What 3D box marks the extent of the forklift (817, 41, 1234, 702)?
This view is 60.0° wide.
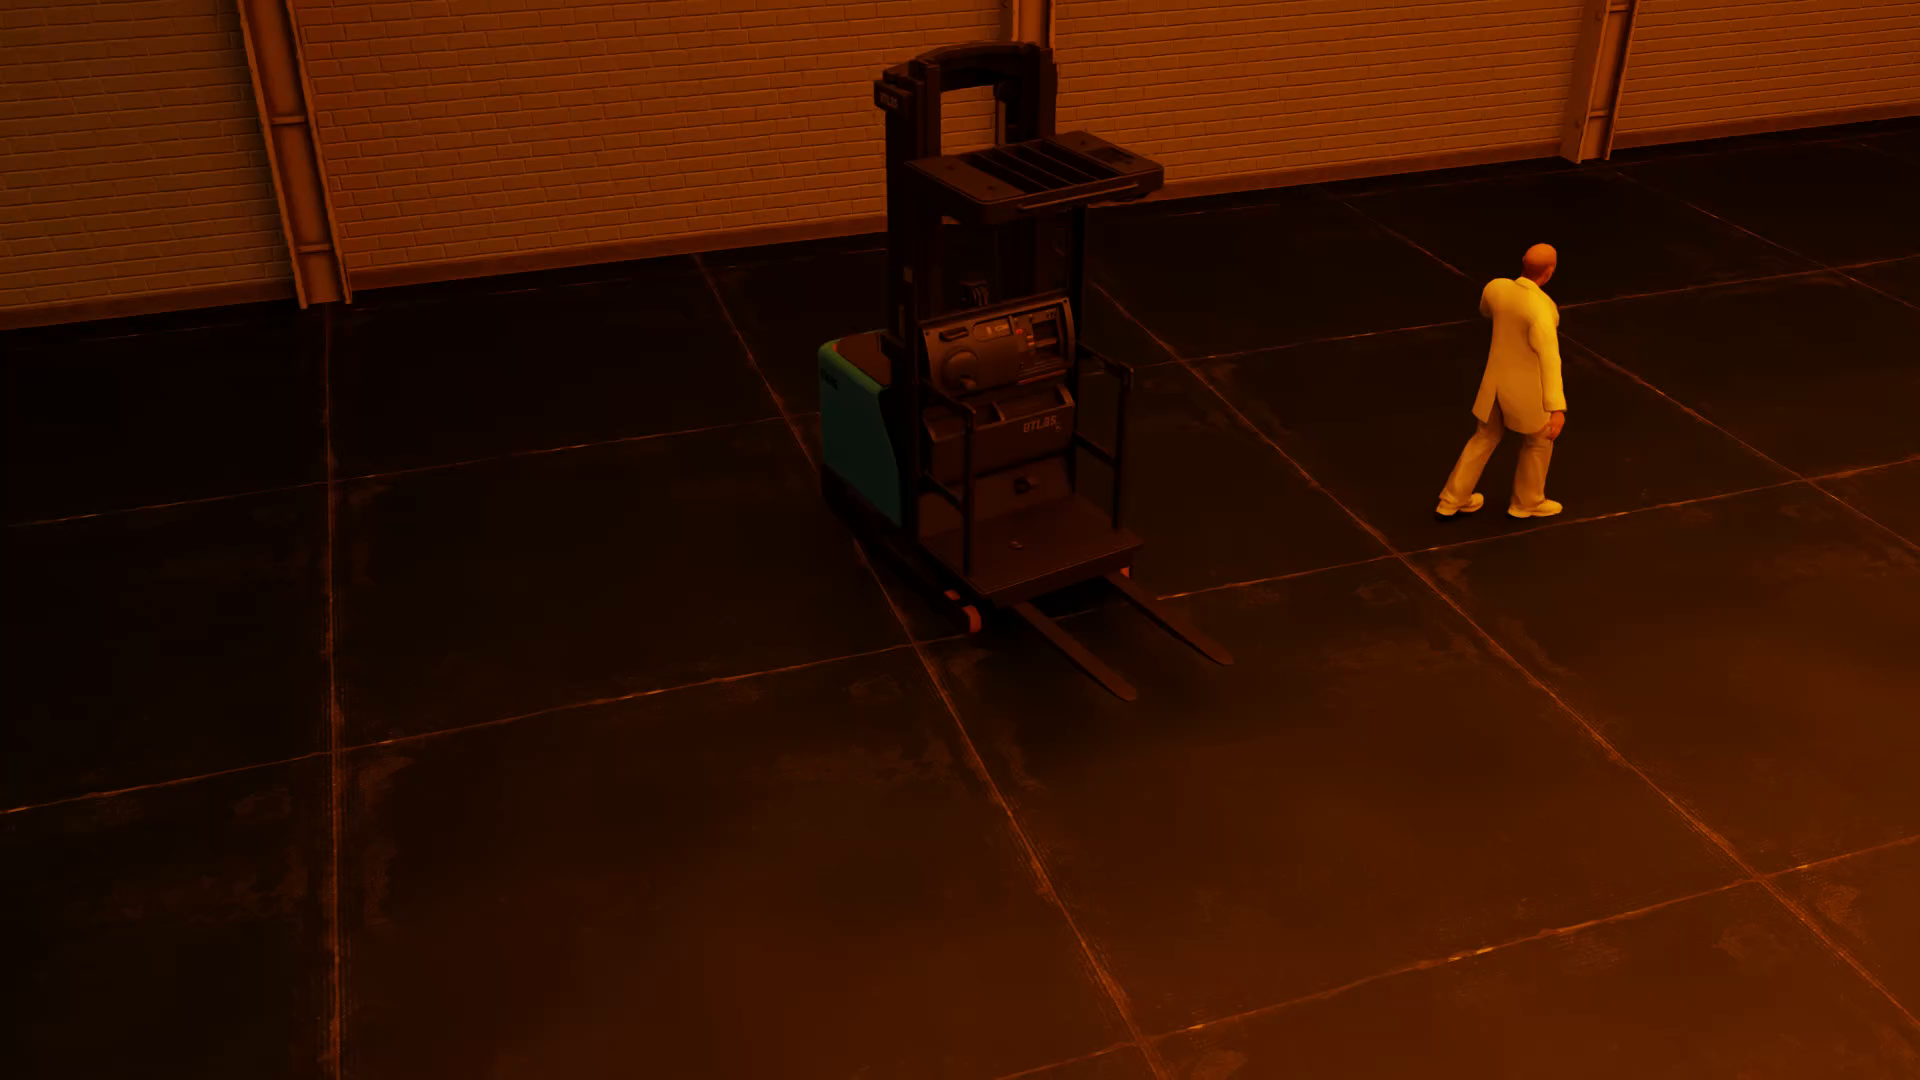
[{"bbox_3d":[0.329,-1.012,8.846,1.130,2.935,3.031,-17,34,-27],"label":"forklift"}]

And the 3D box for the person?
[{"bbox_3d":[3.355,-0.912,9.873,0.808,1.759,1.016,-13,33,-22],"label":"person"}]
